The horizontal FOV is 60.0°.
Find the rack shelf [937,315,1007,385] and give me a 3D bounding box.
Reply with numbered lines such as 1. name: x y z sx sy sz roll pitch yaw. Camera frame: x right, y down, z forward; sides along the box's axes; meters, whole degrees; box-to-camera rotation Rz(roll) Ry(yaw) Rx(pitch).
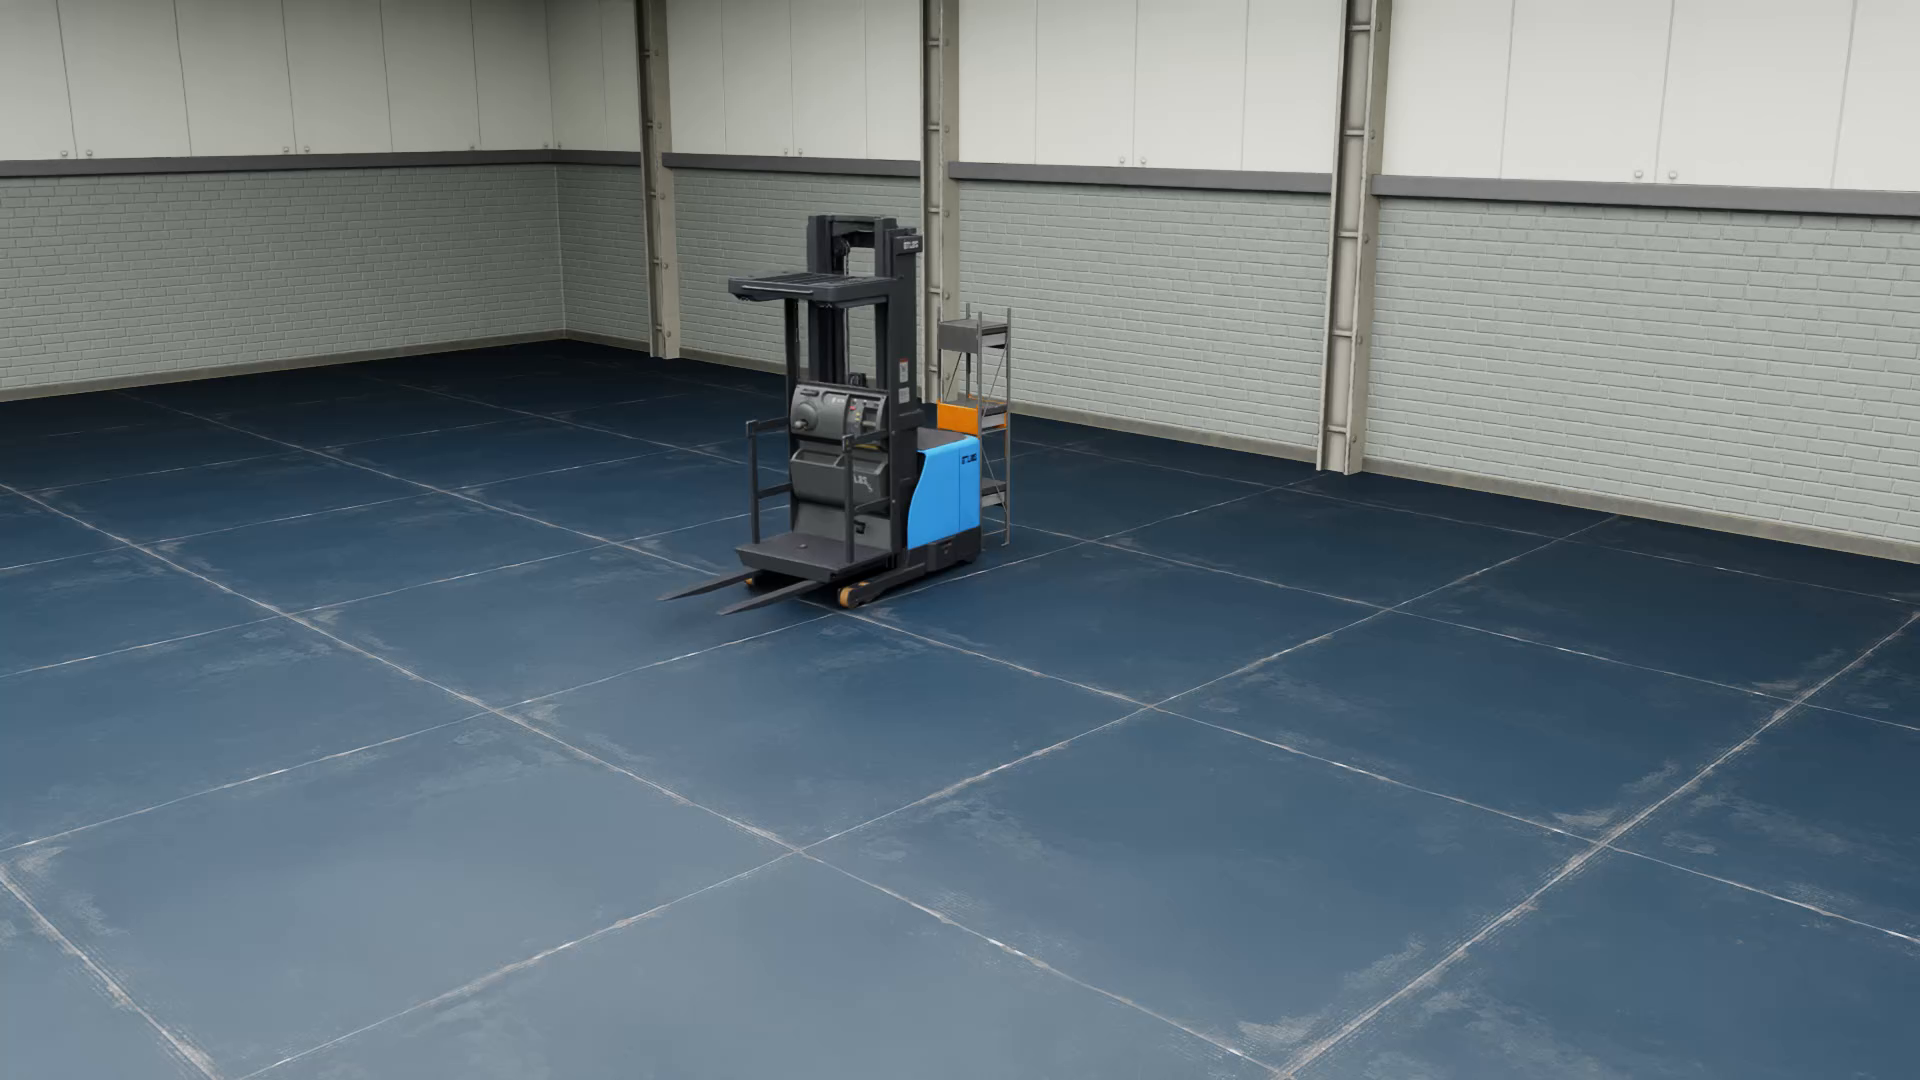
1. rack shelf: 0.119 -1.651 14.383 0.480 0.518 0.431 14 20 42

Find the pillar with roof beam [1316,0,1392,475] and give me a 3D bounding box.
1. pillar with roof beam: 1.074 -4.321 13.667 0.400 9.000 9.100 14 20 42

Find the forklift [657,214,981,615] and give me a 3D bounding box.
1. forklift: -1.092 -1.025 13.051 1.130 2.935 3.031 10 18 35

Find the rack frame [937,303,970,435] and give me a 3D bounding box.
1. rack frame: -0.057 -1.030 14.720 0.015 2.100 0.400 14 20 42

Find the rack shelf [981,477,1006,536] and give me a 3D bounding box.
1. rack shelf: 0.119 -0.297 14.736 0.480 0.518 0.431 14 20 42

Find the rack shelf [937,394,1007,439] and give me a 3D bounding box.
1. rack shelf: 0.119 -0.974 14.560 0.480 0.518 0.431 14 20 42

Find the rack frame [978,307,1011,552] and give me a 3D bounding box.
1. rack frame: 0.295 -0.944 14.392 0.015 2.100 0.400 14 20 42

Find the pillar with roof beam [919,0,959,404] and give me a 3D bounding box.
1. pillar with roof beam: -3.245 -5.371 17.697 0.400 9.000 9.100 14 20 42

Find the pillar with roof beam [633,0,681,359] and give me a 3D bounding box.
1. pillar with roof beam: -7.565 -6.421 21.727 0.400 9.000 9.100 14 20 42

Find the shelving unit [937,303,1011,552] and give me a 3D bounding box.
1. shelving unit: 0.119 -0.987 14.556 0.503 2.100 0.431 14 20 42
